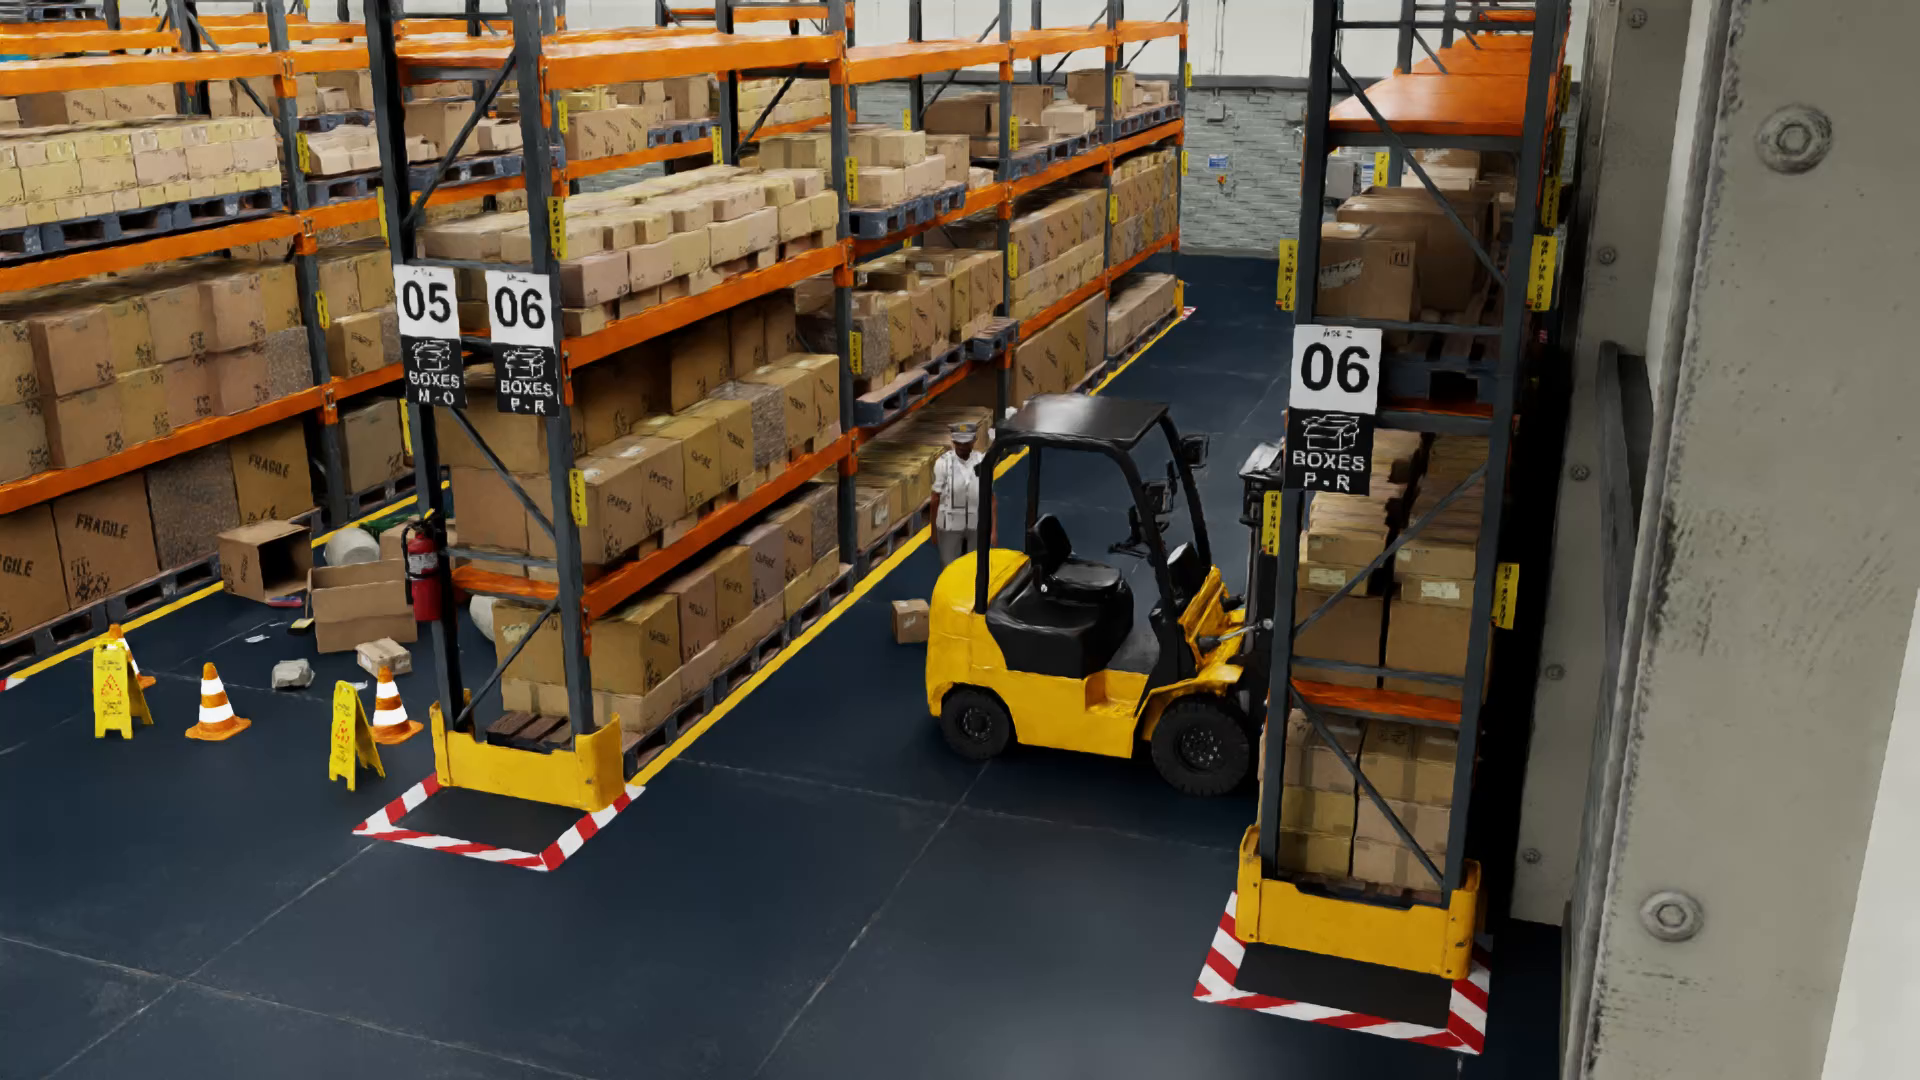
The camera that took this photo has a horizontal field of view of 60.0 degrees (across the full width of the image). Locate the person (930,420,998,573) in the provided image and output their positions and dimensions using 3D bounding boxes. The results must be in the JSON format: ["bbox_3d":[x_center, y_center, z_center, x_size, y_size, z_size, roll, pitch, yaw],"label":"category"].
[{"bbox_3d":[0.036,-0.071,12.237,0.483,1.685,0.523,-5,19,-15],"label":"person"}]
